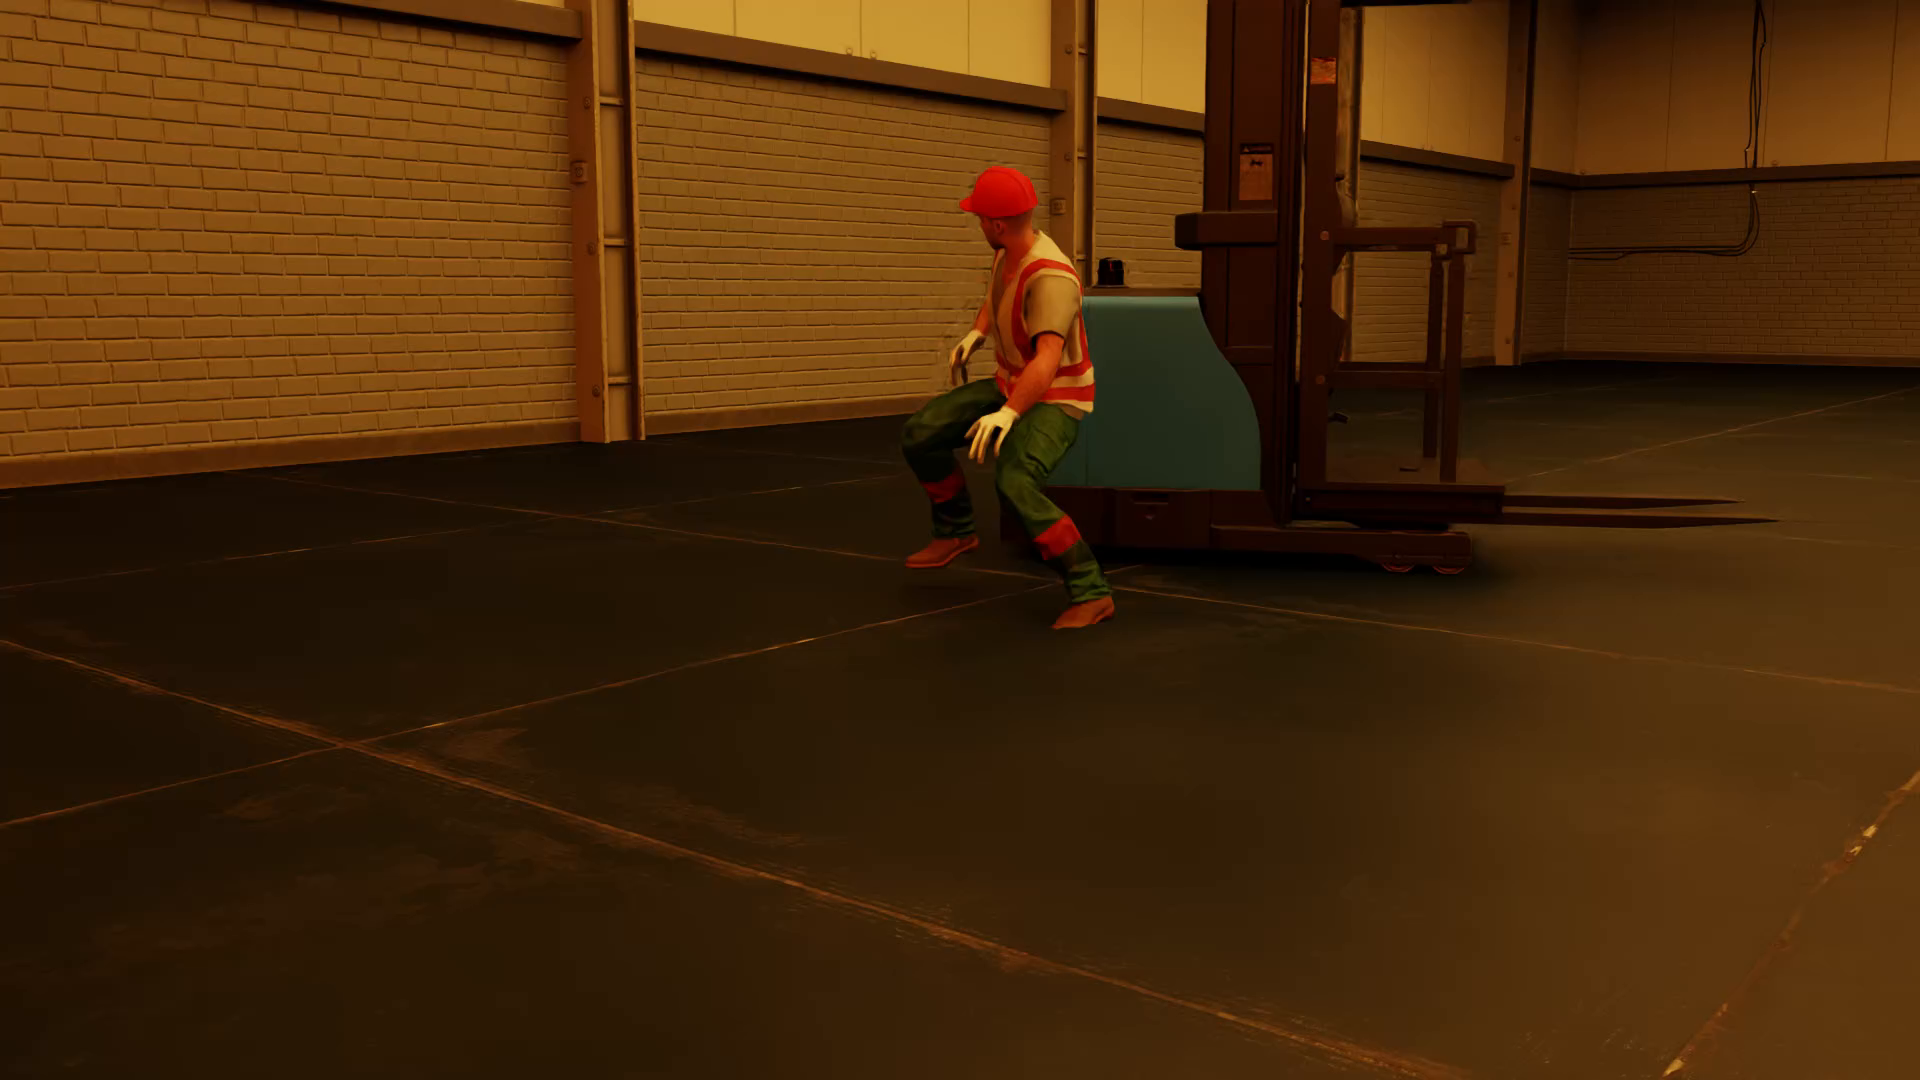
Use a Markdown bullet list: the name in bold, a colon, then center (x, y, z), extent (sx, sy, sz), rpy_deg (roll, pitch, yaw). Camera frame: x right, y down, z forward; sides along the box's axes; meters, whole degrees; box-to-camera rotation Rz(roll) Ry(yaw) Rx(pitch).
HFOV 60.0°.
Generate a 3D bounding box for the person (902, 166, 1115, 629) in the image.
- **person**: center (0.168, -0.488, 5.708), extent (0.709, 1.545, 0.887), rpy_deg (-5, 10, -29)

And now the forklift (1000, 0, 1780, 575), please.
- **forklift**: center (1.737, -1.398, 6.839), extent (3.031, 2.935, 1.130), rpy_deg (2, 8, 12)
